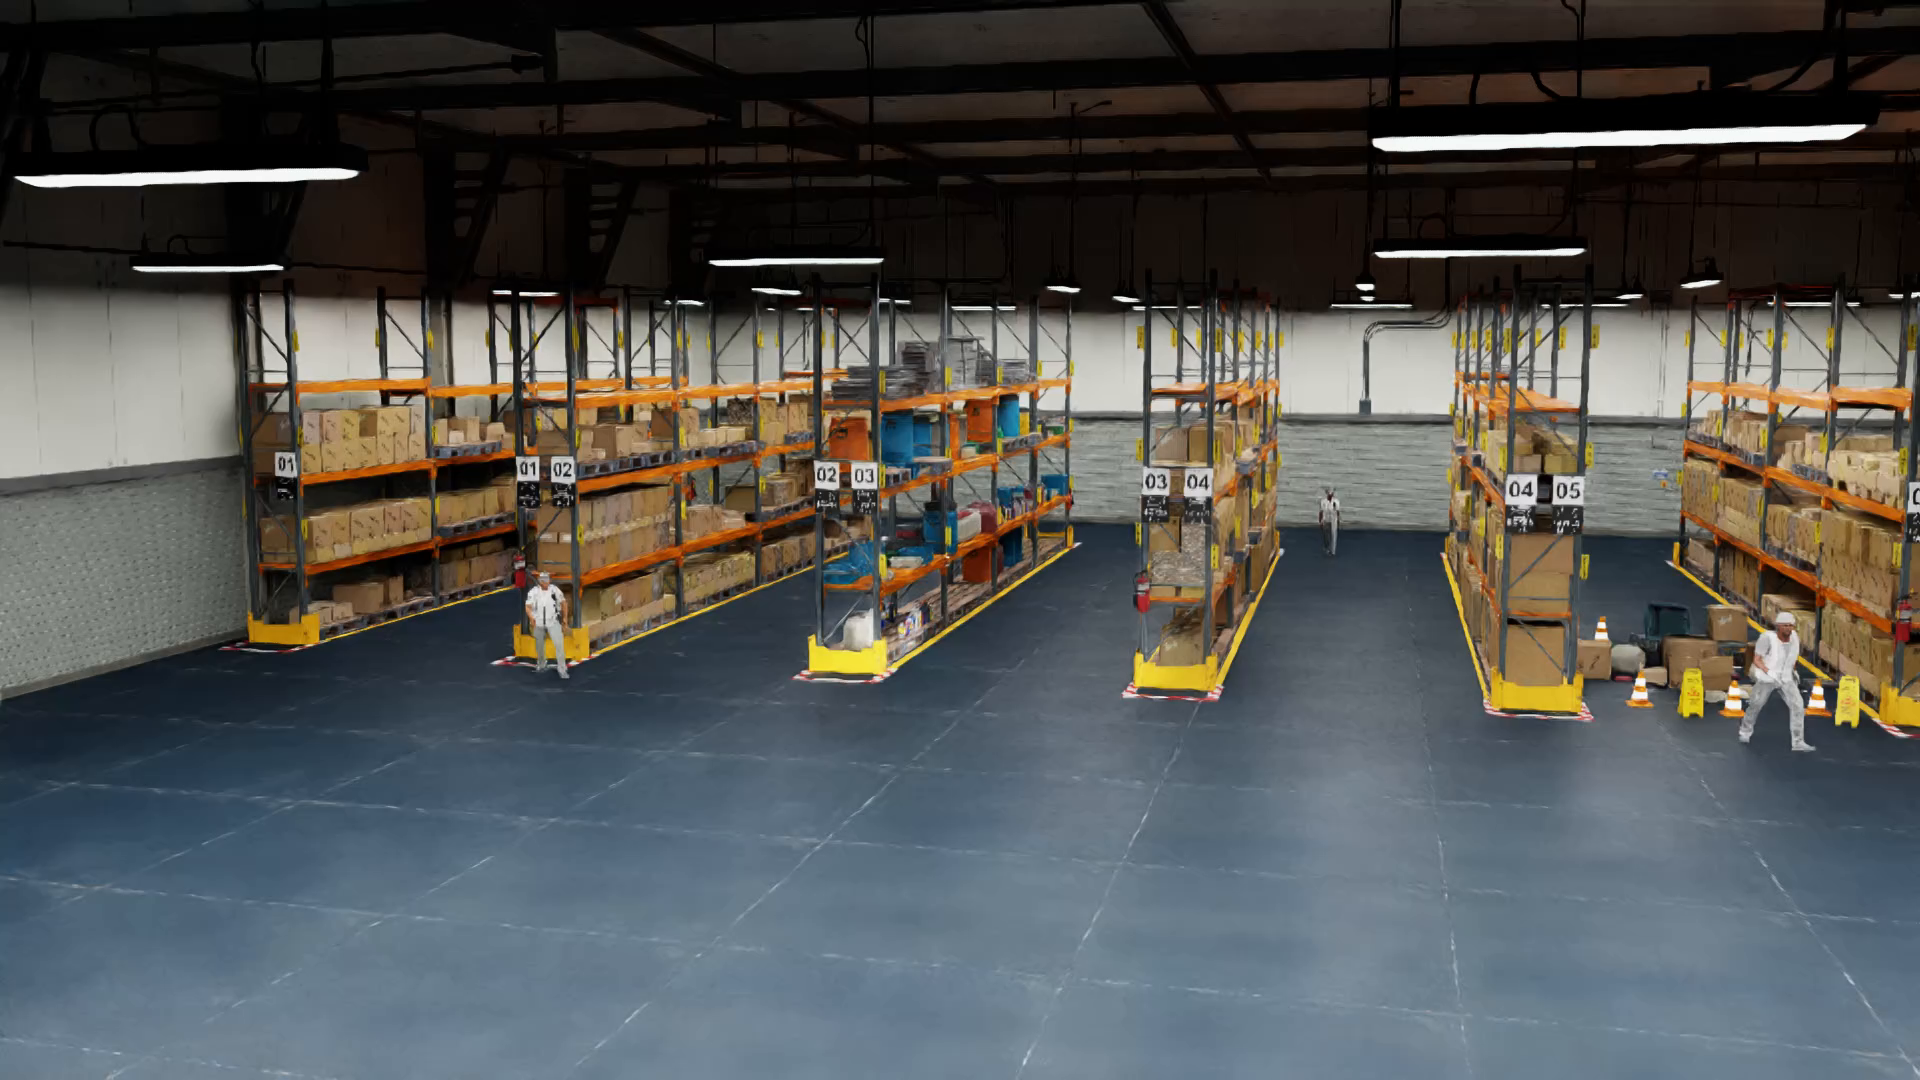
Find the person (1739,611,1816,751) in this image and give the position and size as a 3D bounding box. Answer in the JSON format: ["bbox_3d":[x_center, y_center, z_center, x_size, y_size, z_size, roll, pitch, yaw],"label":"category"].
[{"bbox_3d":[10.020,1.704,20.413,0.703,1.718,0.843,0,7,-2],"label":"person"}]

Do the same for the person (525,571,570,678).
[{"bbox_3d":[-6.131,1.239,24.797,0.657,1.601,0.794,-1,7,-5],"label":"person"}]

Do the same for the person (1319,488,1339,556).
[{"bbox_3d":[8.599,-0.443,38.721,0.456,1.589,1.088,2,7,16],"label":"person"}]

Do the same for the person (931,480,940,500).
[{"bbox_3d":[-0.495,-0.926,42.284,0.600,1.725,1.111,2,7,13],"label":"person"}]
